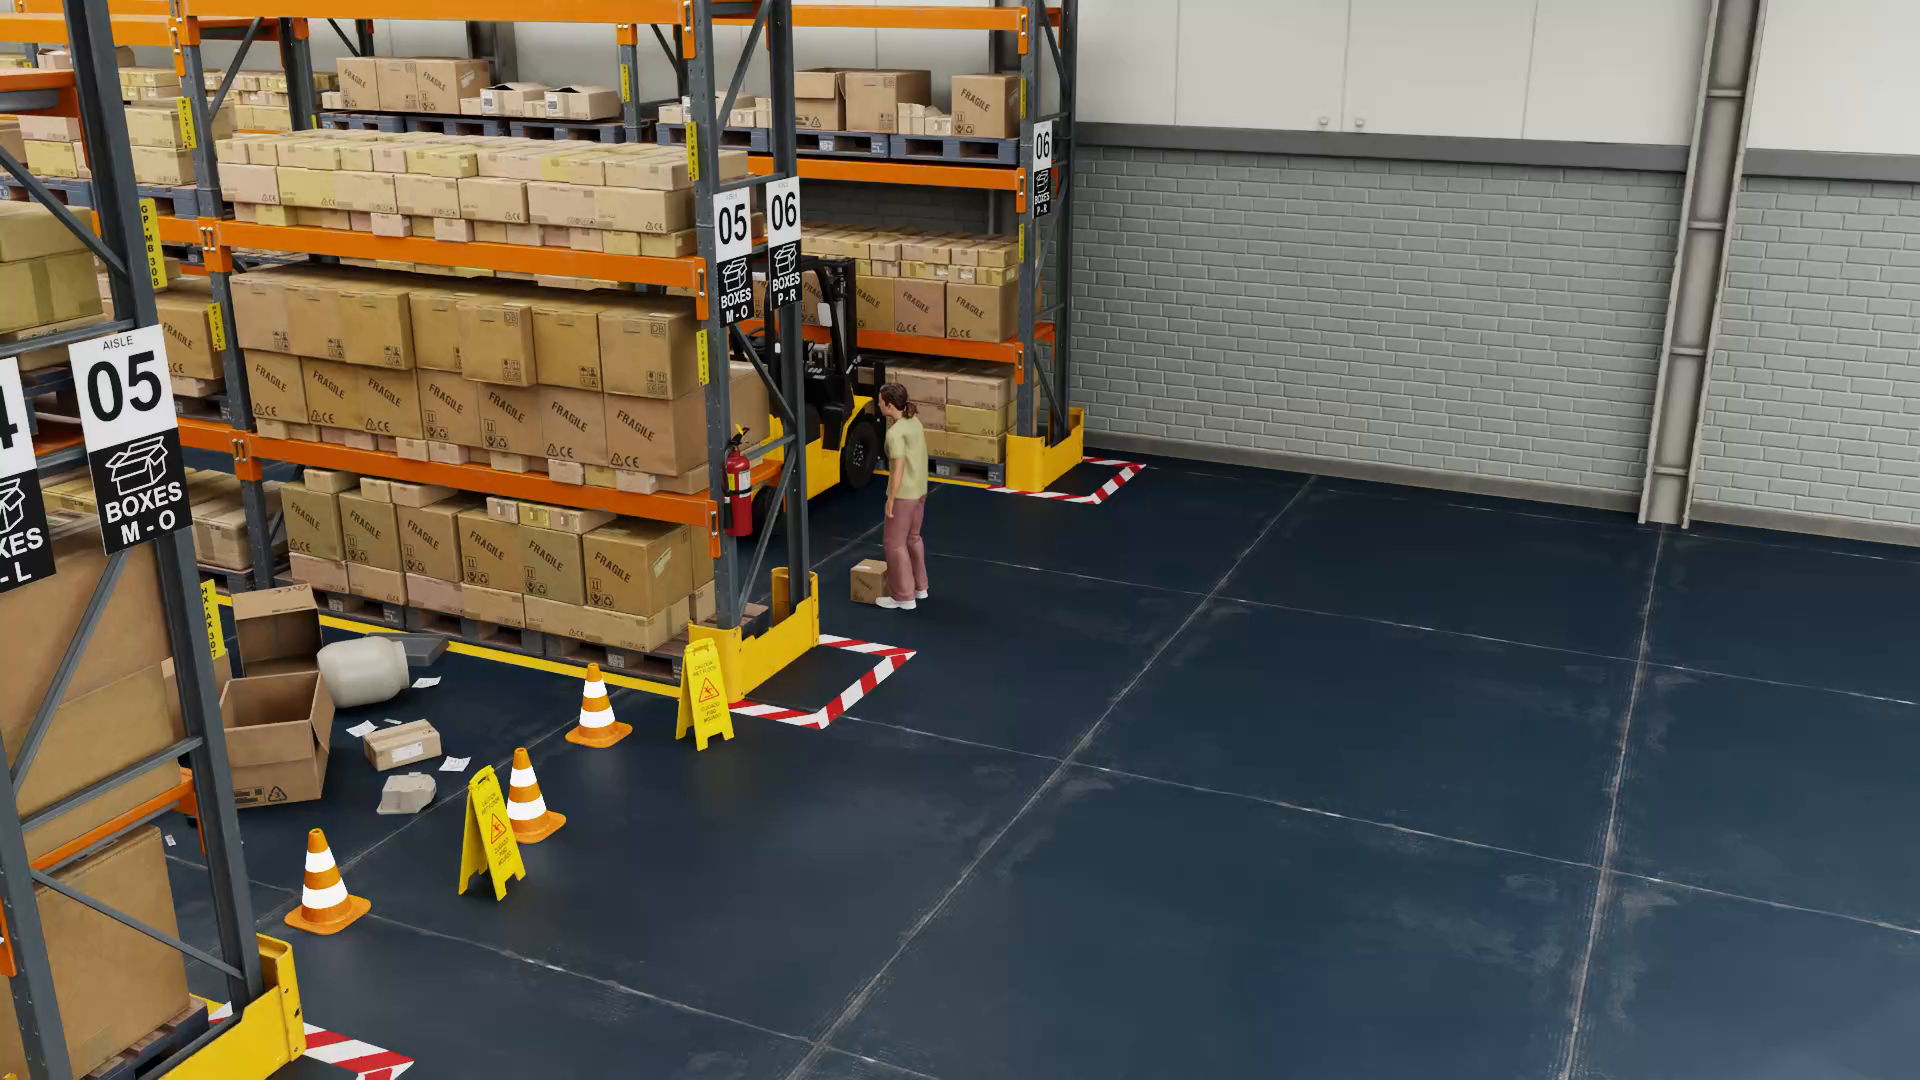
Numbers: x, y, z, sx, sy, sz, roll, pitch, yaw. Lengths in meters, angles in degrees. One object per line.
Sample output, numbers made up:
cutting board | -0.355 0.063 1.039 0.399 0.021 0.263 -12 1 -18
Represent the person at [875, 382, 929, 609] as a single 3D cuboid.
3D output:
person | -0.417 -0.327 12.013 0.353 1.672 0.521 7 20 20
